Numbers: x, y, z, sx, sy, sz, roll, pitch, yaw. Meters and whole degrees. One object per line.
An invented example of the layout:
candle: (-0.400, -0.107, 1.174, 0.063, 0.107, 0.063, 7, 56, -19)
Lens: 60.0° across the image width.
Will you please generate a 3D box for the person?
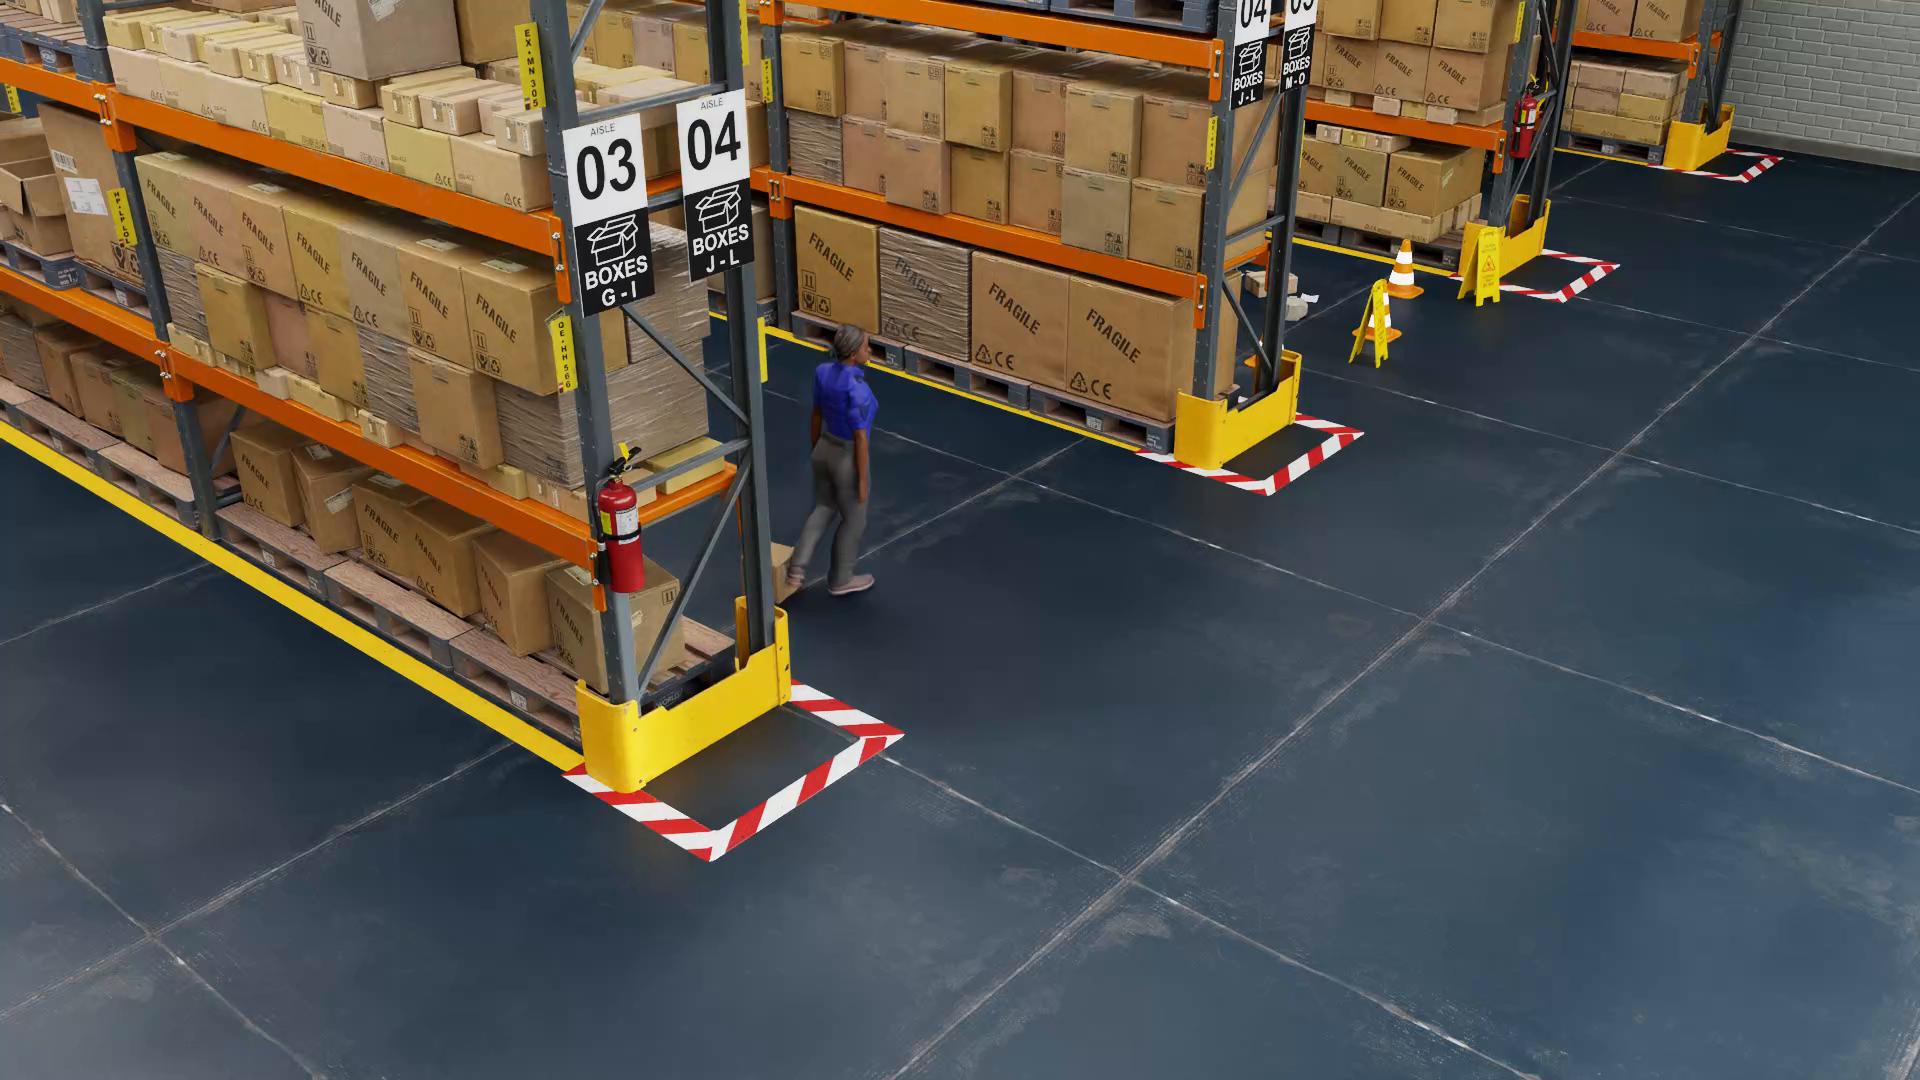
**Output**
person: (-0.751, -0.424, 9.437, 0.520, 1.648, 0.547, -22, 35, -36)
